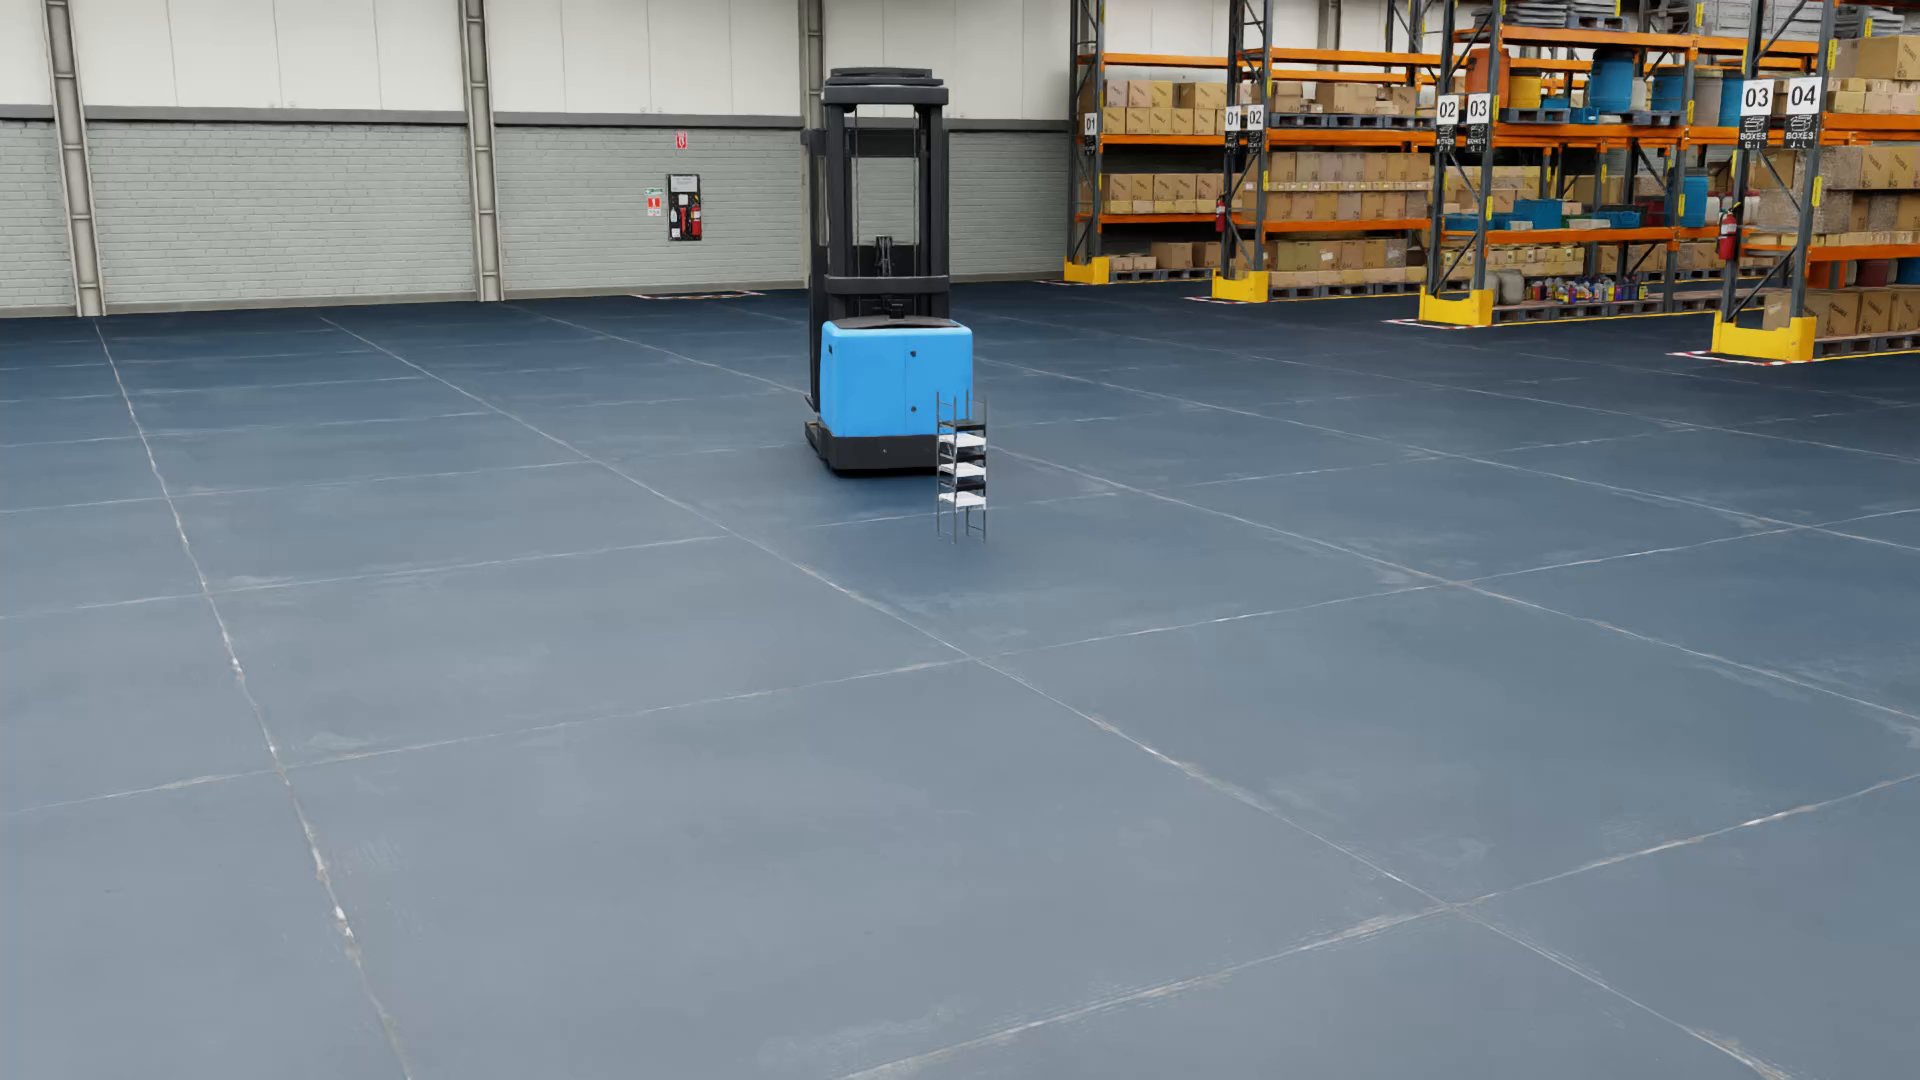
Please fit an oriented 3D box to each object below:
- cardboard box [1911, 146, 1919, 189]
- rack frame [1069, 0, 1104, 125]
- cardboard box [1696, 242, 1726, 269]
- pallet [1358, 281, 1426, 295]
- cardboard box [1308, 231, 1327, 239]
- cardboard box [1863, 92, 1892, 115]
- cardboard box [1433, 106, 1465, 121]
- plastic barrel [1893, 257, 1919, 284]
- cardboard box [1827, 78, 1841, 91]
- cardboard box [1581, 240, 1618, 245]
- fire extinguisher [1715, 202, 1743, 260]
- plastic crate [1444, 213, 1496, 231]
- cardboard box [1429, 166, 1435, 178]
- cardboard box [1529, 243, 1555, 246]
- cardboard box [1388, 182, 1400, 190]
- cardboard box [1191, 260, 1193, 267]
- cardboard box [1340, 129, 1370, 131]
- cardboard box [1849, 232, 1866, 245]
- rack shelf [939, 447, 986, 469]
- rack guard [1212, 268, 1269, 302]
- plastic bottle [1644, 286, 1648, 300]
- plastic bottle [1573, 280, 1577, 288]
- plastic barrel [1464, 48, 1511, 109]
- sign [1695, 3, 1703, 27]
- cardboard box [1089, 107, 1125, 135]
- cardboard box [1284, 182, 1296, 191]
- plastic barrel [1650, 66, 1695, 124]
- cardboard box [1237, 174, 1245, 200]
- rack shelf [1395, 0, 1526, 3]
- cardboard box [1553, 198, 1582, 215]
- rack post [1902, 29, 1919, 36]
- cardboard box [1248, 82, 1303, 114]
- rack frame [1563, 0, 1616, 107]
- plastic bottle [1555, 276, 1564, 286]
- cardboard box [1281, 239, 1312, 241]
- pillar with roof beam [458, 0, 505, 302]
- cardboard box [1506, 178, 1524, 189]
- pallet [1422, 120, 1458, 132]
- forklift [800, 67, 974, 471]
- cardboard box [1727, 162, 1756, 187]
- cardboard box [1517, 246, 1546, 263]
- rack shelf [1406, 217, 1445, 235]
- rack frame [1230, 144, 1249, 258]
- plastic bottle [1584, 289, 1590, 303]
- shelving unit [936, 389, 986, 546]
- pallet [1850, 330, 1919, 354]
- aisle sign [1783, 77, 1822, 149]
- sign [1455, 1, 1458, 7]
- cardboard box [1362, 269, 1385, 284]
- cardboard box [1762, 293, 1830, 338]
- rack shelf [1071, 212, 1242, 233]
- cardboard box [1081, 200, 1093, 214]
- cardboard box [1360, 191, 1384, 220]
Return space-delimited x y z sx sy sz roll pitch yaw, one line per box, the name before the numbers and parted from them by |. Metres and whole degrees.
cardboard box | 11.457 -4.510 20.133 0.500 0.500 0.500 -7 14 -28
rack frame | 2.407 -9.455 31.627 0.127 3.000 1.000 -7 14 -28
cardboard box | 15.021 -5.725 33.406 0.500 0.500 0.500 -7 14 -28
pallet | 7.577 -4.559 29.886 1.213 0.211 1.003 -7 14 -28
cardboard box | 7.396 -6.493 35.113 0.500 0.250 0.500 -7 15 -29
cardboard box | 10.524 -5.111 19.499 0.500 0.250 0.500 -7 15 -29
cardboard box | 8.841 -7.653 29.837 0.500 0.250 0.500 -5 14 -22
plastic barrel | 16.580 -4.934 29.026 0.708 0.901 0.600 -7 14 -28
cardboard box | 9.880 -5.234 19.135 0.250 0.149 0.380 -7 14 -28
cardboard box | 12.562 -5.927 32.598 0.500 0.250 0.500 -6 14 -26
fire extinguisher | 9.206 -3.704 19.911 0.183 0.674 0.296 -7 14 -28
plastic crate | 7.450 -4.657 24.309 0.616 0.251 0.499 -7 14 -28
cardboard box | 9.977 -7.941 35.903 0.500 0.250 0.500 -6 14 -27
cardboard box | 11.206 -5.554 31.986 0.500 0.311 0.500 -6 14 -26
cardboard box | 7.482 -6.209 29.161 0.250 0.149 0.380 -7 14 -28
cardboard box | 4.505 -5.609 33.690 0.250 0.149 0.380 -8 15 -32
cardboard box | 8.247 -8.775 35.156 0.637 0.503 0.797 -5 14 -20
cardboard box | 10.557 -3.603 19.857 0.250 0.149 0.380 -7 14 -28
rack shelf | 0.007 -0.495 10.002 0.200 0.077 0.258 -7 14 -28
rack guard | 4.763 -4.352 28.309 0.348 0.500 1.175 -7 14 -28
plastic bottle | 10.496 -3.791 25.495 0.097 0.201 0.097 0 13 0
plastic bottle | 9.481 -3.876 25.713 0.097 0.271 0.097 0 13 0
plastic barrel | 7.520 -6.573 23.716 0.708 0.830 0.600 -7 14 -28
sign | 10.919 -7.758 24.560 0.005 0.325 0.100 -7 14 -28
cardboard box | 2.821 -8.037 31.886 0.500 0.500 0.500 -6 14 -26
cardboard box | 5.462 -5.968 28.089 0.250 0.149 0.380 -7 15 -29
plastic barrel | 11.008 -6.843 25.712 0.708 0.901 0.600 -7 14 -28
cardboard box | 5.652 -7.142 33.602 0.500 0.500 0.500 -7 14 -28
rack shelf | 11.185 -11.778 36.016 4.000 0.370 1.077 -7 14 -28
cardboard box | 11.466 -6.342 31.663 0.500 0.311 0.500 -6 14 -24
rack post | 15.972 -8.327 27.753 0.954 0.300 0.937 -5 14 -22
cardboard box | 5.291 -7.421 27.909 0.637 0.503 0.797 -6 14 -24
rack frame | 11.806 -9.343 31.127 0.127 3.000 1.000 -7 14 -28
plastic bottle | 9.219 -3.893 25.606 0.185 0.351 0.144 -7 14 -28
cardboard box | 5.983 -5.025 29.205 0.500 0.500 0.500 -7 14 -28
pillar with roof beam | -5.863 -7.604 23.400 0.400 9.000 9.100 -7 14 -28
cardboard box | 12.213 -7.842 37.171 0.500 0.500 0.500 -7 14 -27
pallet | 9.063 -7.460 30.031 1.217 0.209 0.805 -8 15 -30
forklift | -0.672 -2.213 13.268 1.130 2.935 3.031 -2 13 -10
cardboard box | 15.865 -7.369 33.514 0.500 0.500 0.500 -6 14 -26
cardboard box | 10.567 -5.342 31.042 0.500 0.311 0.500 -7 14 -28
rack shelf | 10.051 -5.854 30.930 4.000 0.370 1.077 -7 14 -28
rack frame | 5.918 -6.949 34.156 0.127 3.000 1.000 -7 14 -28
plastic bottle | 9.371 -3.656 24.895 0.097 0.201 0.097 0 13 0
shelving unit | 0.007 -0.440 10.014 0.210 0.900 0.258 -7 14 -28
pallet | 11.394 -2.518 20.819 1.213 0.211 1.003 -7 14 -28
aisle sign | 9.617 -4.869 18.990 0.004 0.787 0.394 -7 14 -28
sign | 8.540 -9.345 28.650 0.005 0.325 0.100 -7 14 -28
cardboard box | 7.117 -4.661 29.296 0.500 0.250 0.500 -7 14 -28
cardboard box | 10.084 -2.713 20.067 0.500 0.500 0.500 -4 13 -17
rack shelf | 4.163 -6.388 33.300 4.000 0.370 1.077 -7 14 -28
cardboard box | 2.725 -6.552 32.685 0.500 0.250 0.500 -7 14 -27
cardboard box | 7.007 -5.887 29.209 0.500 0.500 0.700 -7 14 -27
